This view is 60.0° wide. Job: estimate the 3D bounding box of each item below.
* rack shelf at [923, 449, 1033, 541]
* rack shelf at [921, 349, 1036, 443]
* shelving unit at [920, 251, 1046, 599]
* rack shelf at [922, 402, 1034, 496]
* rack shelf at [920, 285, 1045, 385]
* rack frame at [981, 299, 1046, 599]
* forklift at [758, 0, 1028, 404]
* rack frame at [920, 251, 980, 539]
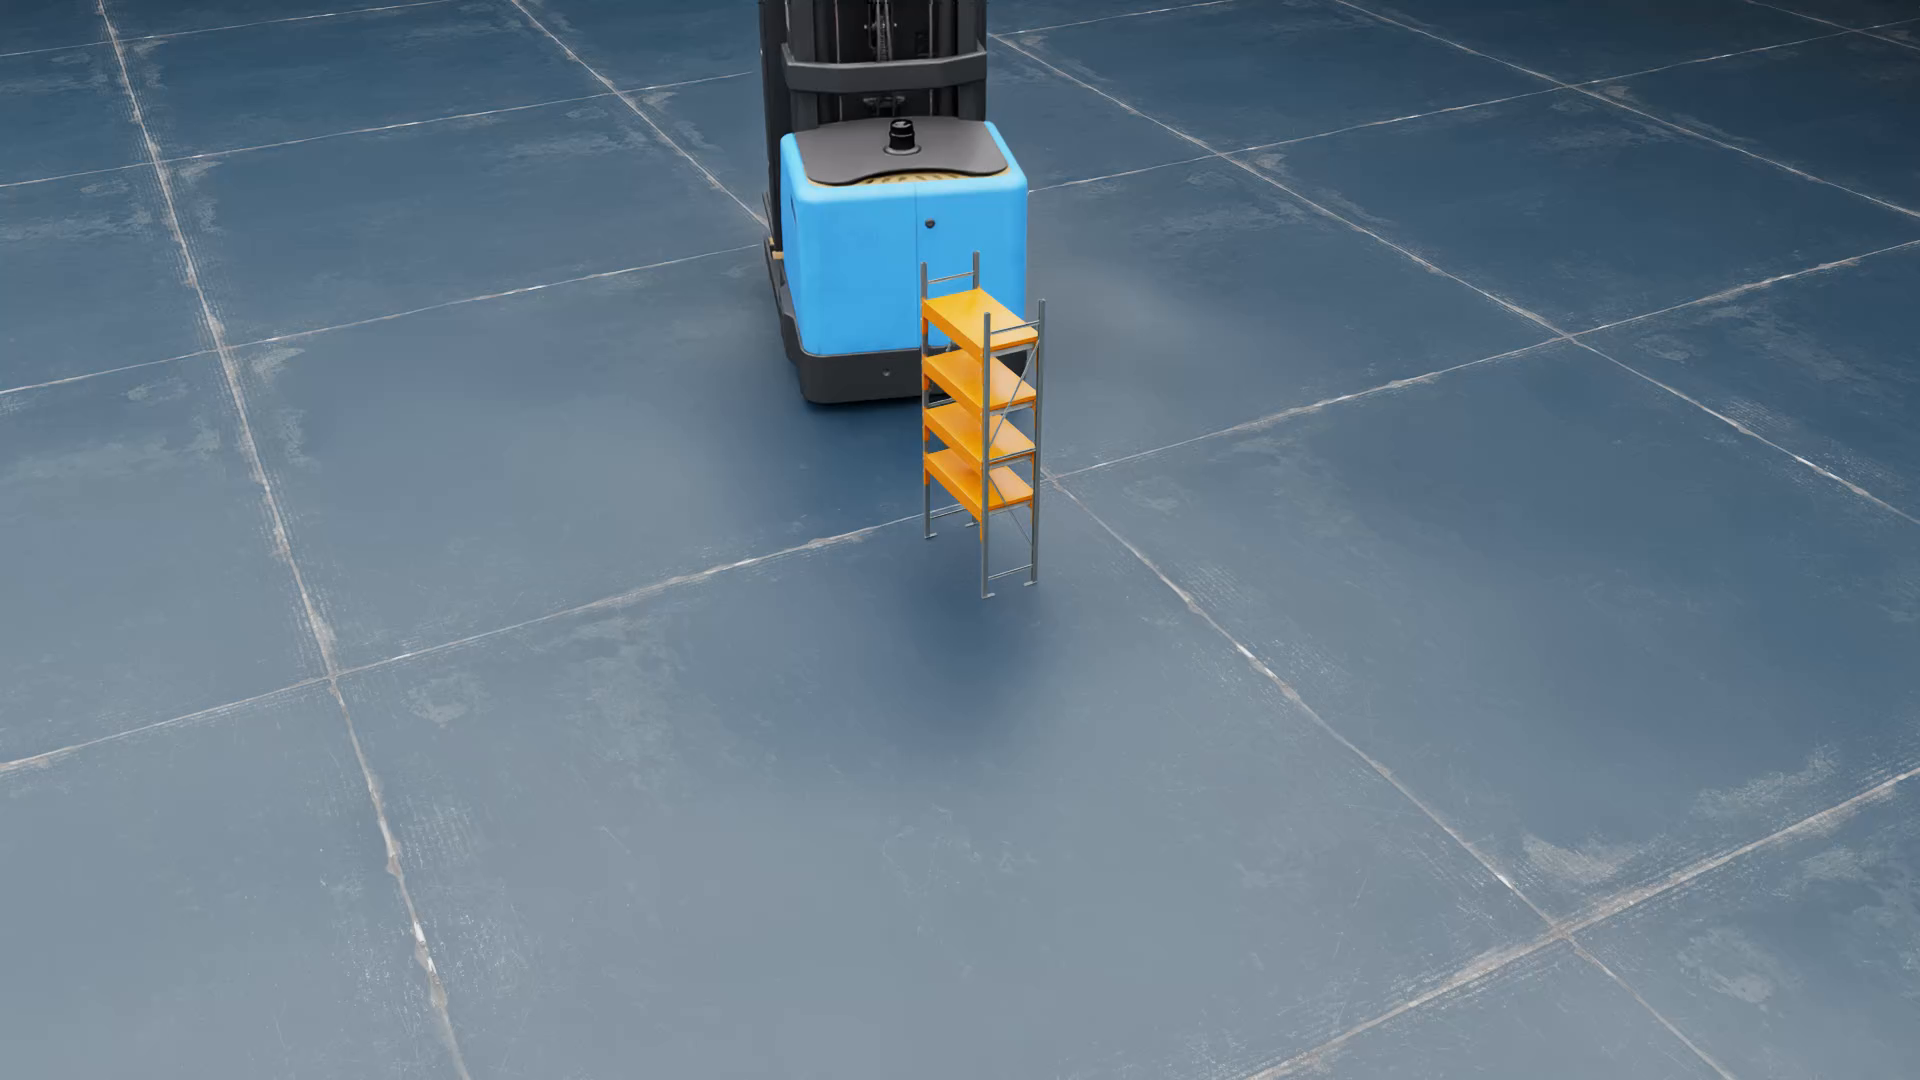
[{"bbox_3d":[0.077,-0.202,6.446,0.258,0.148,0.480,-16,36,-23],"label":"rack shelf"},{"bbox_3d":[0.077,-0.558,6.219,0.258,0.148,0.480,-16,36,-23],"label":"rack shelf"},{"bbox_3d":[0.077,-0.426,6.303,0.258,1.200,0.503,-16,36,-23],"label":"shelving unit"},{"bbox_3d":[0.077,-0.370,6.339,0.258,0.148,0.480,-16,36,-23],"label":"rack shelf"},{"bbox_3d":[0.077,-0.757,6.091,0.258,0.148,0.480,-16,36,-23],"label":"rack shelf"},{"bbox_3d":[0.191,-0.310,6.121,0.240,1.200,0.015,-16,36,-23],"label":"rack frame"},{"bbox_3d":[-0.459,-2.641,8.155,1.130,2.935,3.031,-6,33,-9],"label":"forklift"},{"bbox_3d":[-0.037,-0.543,6.485,0.240,1.200,0.015,-16,36,-23],"label":"rack frame"}]
